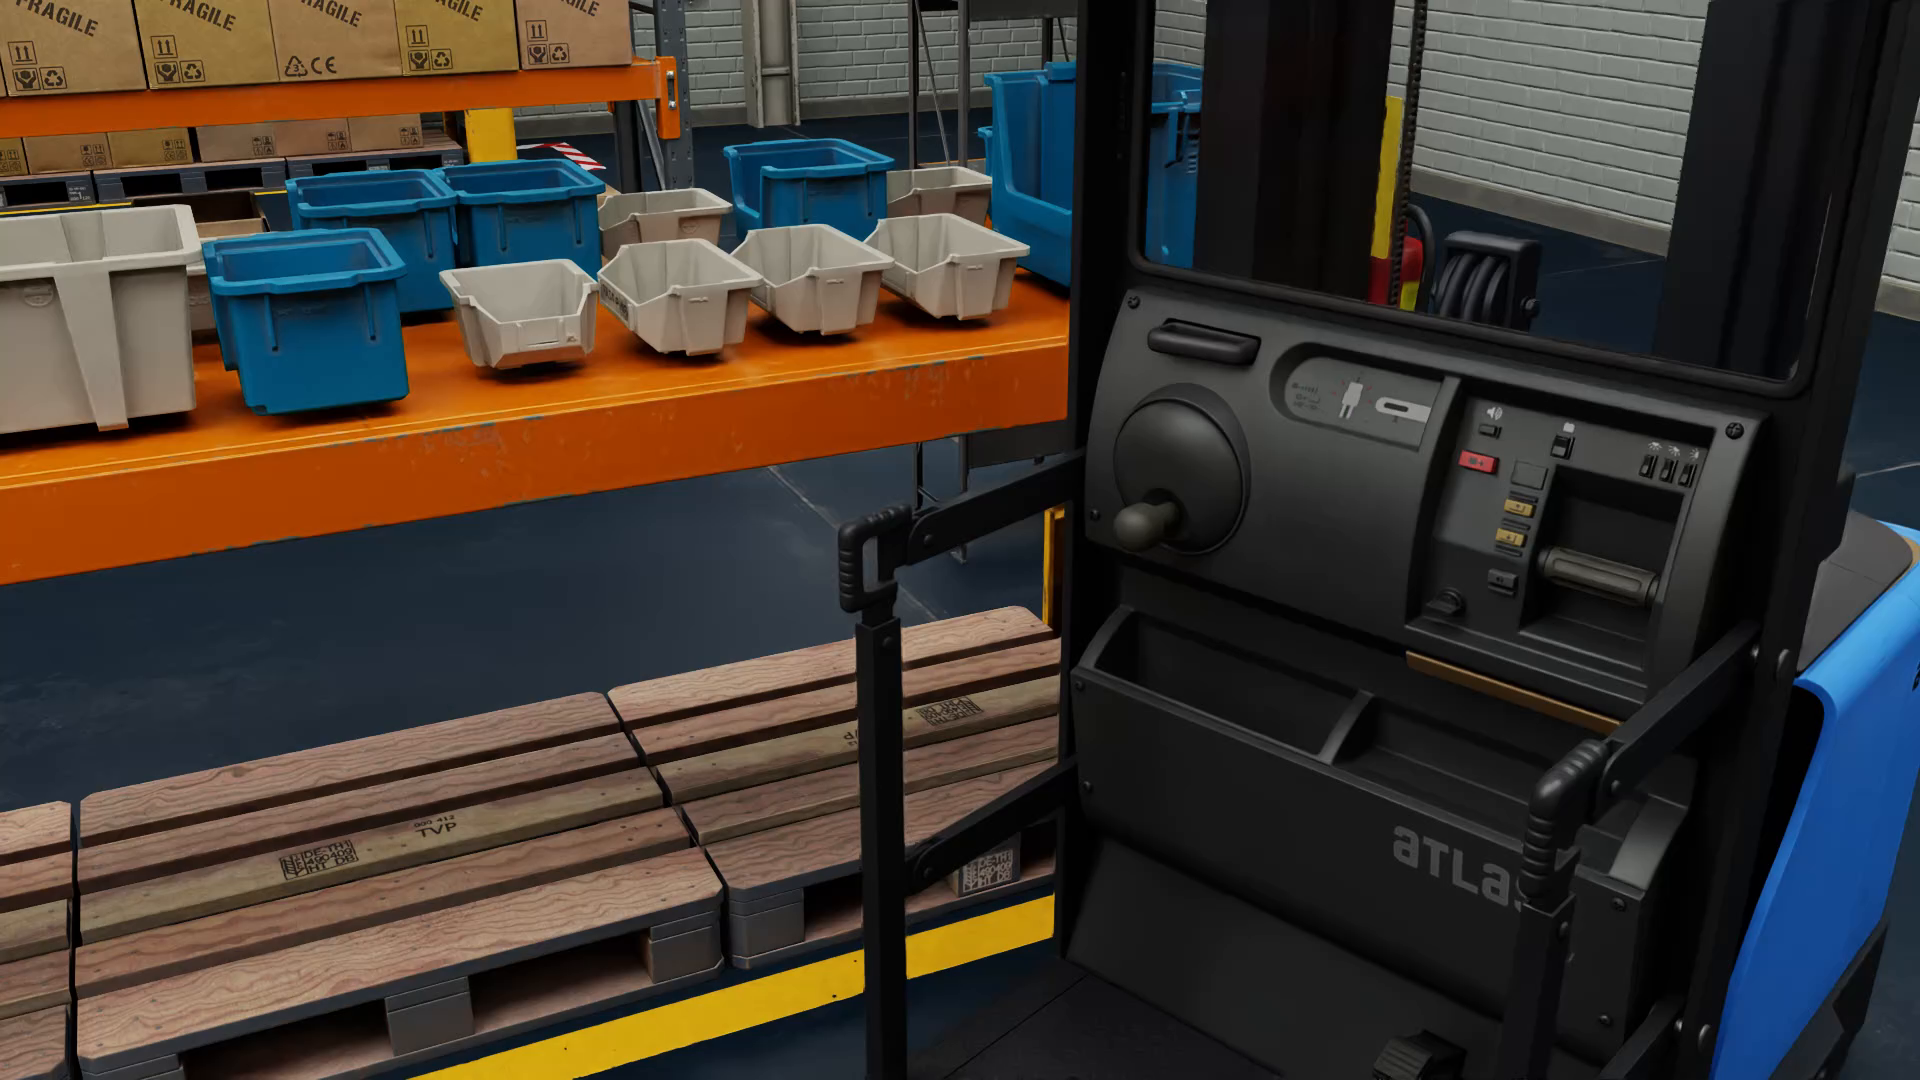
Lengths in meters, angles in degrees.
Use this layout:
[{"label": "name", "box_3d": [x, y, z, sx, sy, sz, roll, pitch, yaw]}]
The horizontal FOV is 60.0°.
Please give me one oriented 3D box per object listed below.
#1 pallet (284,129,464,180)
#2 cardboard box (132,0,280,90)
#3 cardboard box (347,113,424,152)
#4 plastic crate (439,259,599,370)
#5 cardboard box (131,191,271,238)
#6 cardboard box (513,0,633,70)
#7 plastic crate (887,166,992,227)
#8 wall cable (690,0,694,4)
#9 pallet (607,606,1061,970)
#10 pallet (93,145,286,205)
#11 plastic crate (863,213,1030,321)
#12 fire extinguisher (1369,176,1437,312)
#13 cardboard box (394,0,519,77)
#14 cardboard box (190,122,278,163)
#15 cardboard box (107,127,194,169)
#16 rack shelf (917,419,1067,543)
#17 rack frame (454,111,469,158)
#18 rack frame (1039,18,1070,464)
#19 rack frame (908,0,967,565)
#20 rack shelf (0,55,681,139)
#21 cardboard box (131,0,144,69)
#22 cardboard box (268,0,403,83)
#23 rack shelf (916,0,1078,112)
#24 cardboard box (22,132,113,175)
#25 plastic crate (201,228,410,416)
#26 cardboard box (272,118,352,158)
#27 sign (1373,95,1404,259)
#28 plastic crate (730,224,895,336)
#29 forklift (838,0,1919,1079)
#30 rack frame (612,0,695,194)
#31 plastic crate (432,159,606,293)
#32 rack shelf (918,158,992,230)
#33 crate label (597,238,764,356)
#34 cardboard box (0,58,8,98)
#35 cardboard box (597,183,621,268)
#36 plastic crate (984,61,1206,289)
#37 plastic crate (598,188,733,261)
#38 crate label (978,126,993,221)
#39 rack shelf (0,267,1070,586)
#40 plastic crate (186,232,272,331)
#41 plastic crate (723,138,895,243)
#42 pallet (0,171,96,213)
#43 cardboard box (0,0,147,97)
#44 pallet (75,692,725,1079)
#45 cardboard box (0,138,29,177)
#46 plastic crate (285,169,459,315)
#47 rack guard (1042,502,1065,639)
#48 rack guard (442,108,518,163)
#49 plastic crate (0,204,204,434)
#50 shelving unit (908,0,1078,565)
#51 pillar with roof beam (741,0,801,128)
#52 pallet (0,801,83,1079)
[{"label": "pallet", "box_3d": [-4.373, -2.827, 12.303, 1.213, 0.211, 1.003, -10, 25, -24]}, {"label": "cardboard box", "box_3d": [-3.192, -2.195, 7.000, 0.500, 0.500, 0.500, -11, 25, -24]}, {"label": "cardboard box", "box_3d": [-4.274, -3.163, 12.189, 0.500, 0.500, 0.700, -10, 25, -24]}, {"label": "plastic crate", "box_3d": [-0.812, -0.416, 3.099, 0.250, 0.136, 0.298, -10, 25, -24]}, {"label": "cardboard box", "box_3d": [-3.448, -1.268, 7.580, 0.637, 0.503, 0.797, -10, 25, -24]}, {"label": "cardboard box", "box_3d": [-1.820, -2.446, 7.608, 0.500, 0.500, 0.500, -10, 24, -22]}, {"label": "plastic crate", "box_3d": [-0.080, -0.814, 4.062, 0.298, 0.136, 0.250, -10, 25, -24]}, {"label": "wall cable", "box_3d": [-2.943, -5.283, 13.262, 1.851, 1.984, 0.084, -10, 25, -24]}, {"label": "pallet", "box_3d": [-0.149, 0.551, 4.143, 1.213, 0.211, 1.003, -10, 25, -24]}, {"label": "pallet", "box_3d": [-5.470, -2.626, 11.818, 1.213, 0.211, 1.003, -10, 25, -24]}, {"label": "plastic crate", "box_3d": [-0.046, -0.569, 3.469, 0.243, 0.136, 0.396, -10, 25, -24]}, {"label": "fire extinguisher", "box_3d": [0.943, -0.521, 3.676, 0.183, 0.674, 0.296, -10, 25, -24]}, {"label": "cardboard box", "box_3d": [-2.286, -2.359, 7.397, 0.500, 0.500, 0.500, -10, 25, -23]}, {"label": "cardboard box", "box_3d": [-5.177, -2.997, 11.787, 0.500, 0.500, 0.700, -11, 25, -25]}, {"label": "cardboard box", "box_3d": [-5.655, -2.906, 11.567, 0.500, 0.500, 0.700, -10, 24, -22]}, {"label": "rack shelf", "box_3d": [0.149, -0.338, 5.688, 0.480, 0.518, 0.431, -10, 25, -24]}, {"label": "rack frame", "box_3d": [-3.686, -4.275, 12.155, 0.127, 3.000, 1.000, -10, 25, -24]}, {"label": "rack frame", "box_3d": [0.369, -1.038, 5.513, 0.015, 2.100, 0.400, -10, 25, -24]}, {"label": "rack frame", "box_3d": [-0.071, -0.957, 5.317, 0.015, 2.100, 0.400, -10, 25, -24]}, {"label": "rack shelf", "box_3d": [-3.337, -1.904, 7.369, 4.000, 0.370, 1.077, -10, 25, -24]}, {"label": "cardboard box", "box_3d": [-3.874, -2.294, 7.240, 0.500, 0.500, 0.500, -10, 24, -22]}, {"label": "cardboard box", "box_3d": [-2.738, -2.278, 7.201, 0.500, 0.500, 0.500, -10, 25, -23]}, {"label": "rack shelf", "box_3d": [0.149, -1.632, 5.152, 0.480, 0.518, 0.431, -10, 25, -24]}, {"label": "cardboard box", "box_3d": [-6.118, -2.821, 11.363, 0.500, 0.500, 0.700, -11, 25, -24]}, {"label": "plastic crate", "box_3d": [-1.129, -0.382, 2.891, 0.300, 0.233, 0.416, -10, 25, -24]}, {"label": "cardboard box", "box_3d": [-4.724, -3.080, 11.989, 0.500, 0.500, 0.700, -11, 25, -24]}, {"label": "sign", "box_3d": [0.864, -0.749, 3.425, 0.005, 0.325, 0.100, -10, 25, -24]}, {"label": "plastic crate", "box_3d": [-0.313, -0.526, 3.365, 0.243, 0.136, 0.396, -10, 25, -24]}, {"label": "forklift", "box_3d": [0.426, -0.078, 2.106, 1.130, 2.935, 3.031, 20, 29, 39]}, {"label": "rack frame", "box_3d": [-1.534, -2.568, 8.033, 0.127, 3.000, 1.000, -10, 25, -24]}, {"label": "plastic crate", "box_3d": [-0.941, -0.665, 3.575, 0.300, 0.233, 0.416, -10, 25, -24]}, {"label": "rack shelf", "box_3d": [0.149, -0.985, 5.420, 0.480, 0.518, 0.431, -10, 25, -24]}, {"label": "crate label", "box_3d": [-0.554, -0.471, 3.233, 0.243, 0.136, 0.396, -10, 25, -24]}, {"label": "cardboard box", "box_3d": [-4.101, -2.028, 6.596, 0.500, 0.500, 0.500, -10, 24, -23]}, {"label": "cardboard box", "box_3d": [-1.918, -1.442, 8.004, 0.500, 0.500, 0.500, -10, 25, -24]}, {"label": "plastic crate", "box_3d": [0.390, -0.785, 3.599, 0.499, 0.435, 0.616, -10, 25, -24]}, {"label": "plastic crate", "box_3d": [-0.691, -0.702, 3.790, 0.298, 0.136, 0.250, -10, 25, -24]}, {"label": "crate label", "box_3d": [0.245, -0.884, 4.103, 0.303, 0.233, 0.416, -10, 25, -24]}, {"label": "rack shelf", "box_3d": [-1.192, -0.197, 3.243, 4.000, 0.370, 1.077, -10, 25, -24]}, {"label": "plastic crate", "box_3d": [-1.555, -0.496, 3.291, 0.466, 0.136, 0.293, -10, 25, -24]}, {"label": "plastic crate", "box_3d": [-0.348, -0.774, 3.839, 0.300, 0.233, 0.416, -10, 25, -24]}, {"label": "pallet", "box_3d": [-6.571, -2.422, 11.325, 1.213, 0.211, 1.003, -10, 25, -24]}, {"label": "cardboard box", "box_3d": [-3.649, -2.110, 6.795, 0.500, 0.500, 0.500, -11, 25, -24]}, {"label": "pallet", "box_3d": [-1.247, 0.752, 3.657, 1.213, 0.211, 1.003, -10, 25, -24]}, {"label": "cardboard box", "box_3d": [-6.572, -2.739, 11.165, 0.500, 0.500, 0.700, -10, 25, -23]}, {"label": "plastic crate", "box_3d": [-1.212, -0.615, 3.455, 0.300, 0.233, 0.416, -10, 25, -24]}, {"label": "rack guard", "box_3d": [0.627, 0.286, 4.406, 0.348, 0.500, 1.175, -10, 25, -24]}, {"label": "rack guard", "box_3d": [-3.665, -3.124, 12.643, 0.348, 0.500, 1.175, -10, 25, -24]}, {"label": "plastic crate", "box_3d": [-1.538, -0.360, 2.774, 0.530, 0.282, 0.437, -10, 25, -24]}, {"label": "shelving unit", "box_3d": [0.149, -0.998, 5.415, 0.503, 2.100, 0.431, -10, 25, -24]}, {"label": "pillar with roof beam", "box_3d": [0.239, -6.309, 9.226, 0.400, 9.000, 9.100, -10, 25, -24]}, {"label": "pallet", "box_3d": [-2.348, 0.956, 3.165, 1.213, 0.211, 1.003, -10, 25, -24]}]
